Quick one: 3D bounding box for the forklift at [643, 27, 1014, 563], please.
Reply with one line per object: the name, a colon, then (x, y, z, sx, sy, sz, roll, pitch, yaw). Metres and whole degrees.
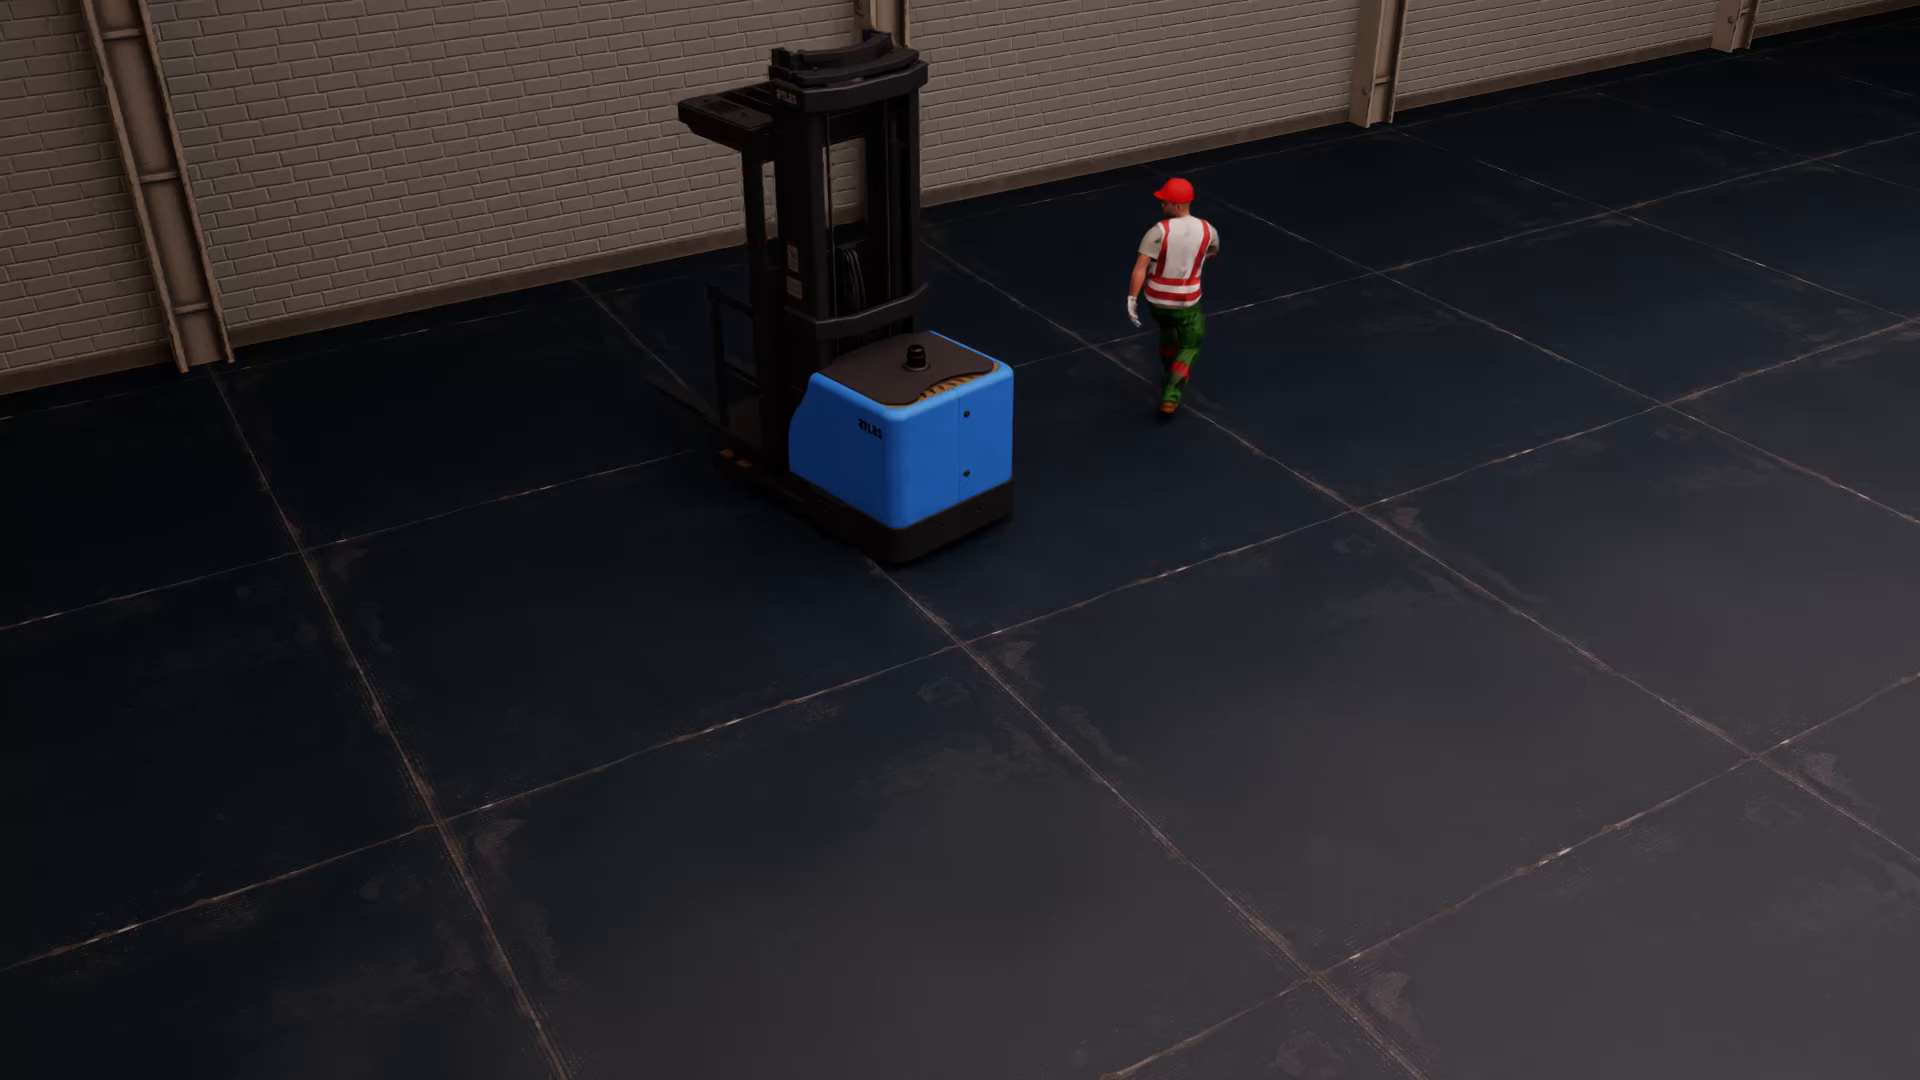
forklift: (-1.022, -1.788, 10.633, 1.130, 2.935, 3.031, -25, 39, -36)

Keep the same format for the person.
person: (1.521, -1.746, 11.799, 0.569, 1.700, 0.936, 7, 32, 12)
